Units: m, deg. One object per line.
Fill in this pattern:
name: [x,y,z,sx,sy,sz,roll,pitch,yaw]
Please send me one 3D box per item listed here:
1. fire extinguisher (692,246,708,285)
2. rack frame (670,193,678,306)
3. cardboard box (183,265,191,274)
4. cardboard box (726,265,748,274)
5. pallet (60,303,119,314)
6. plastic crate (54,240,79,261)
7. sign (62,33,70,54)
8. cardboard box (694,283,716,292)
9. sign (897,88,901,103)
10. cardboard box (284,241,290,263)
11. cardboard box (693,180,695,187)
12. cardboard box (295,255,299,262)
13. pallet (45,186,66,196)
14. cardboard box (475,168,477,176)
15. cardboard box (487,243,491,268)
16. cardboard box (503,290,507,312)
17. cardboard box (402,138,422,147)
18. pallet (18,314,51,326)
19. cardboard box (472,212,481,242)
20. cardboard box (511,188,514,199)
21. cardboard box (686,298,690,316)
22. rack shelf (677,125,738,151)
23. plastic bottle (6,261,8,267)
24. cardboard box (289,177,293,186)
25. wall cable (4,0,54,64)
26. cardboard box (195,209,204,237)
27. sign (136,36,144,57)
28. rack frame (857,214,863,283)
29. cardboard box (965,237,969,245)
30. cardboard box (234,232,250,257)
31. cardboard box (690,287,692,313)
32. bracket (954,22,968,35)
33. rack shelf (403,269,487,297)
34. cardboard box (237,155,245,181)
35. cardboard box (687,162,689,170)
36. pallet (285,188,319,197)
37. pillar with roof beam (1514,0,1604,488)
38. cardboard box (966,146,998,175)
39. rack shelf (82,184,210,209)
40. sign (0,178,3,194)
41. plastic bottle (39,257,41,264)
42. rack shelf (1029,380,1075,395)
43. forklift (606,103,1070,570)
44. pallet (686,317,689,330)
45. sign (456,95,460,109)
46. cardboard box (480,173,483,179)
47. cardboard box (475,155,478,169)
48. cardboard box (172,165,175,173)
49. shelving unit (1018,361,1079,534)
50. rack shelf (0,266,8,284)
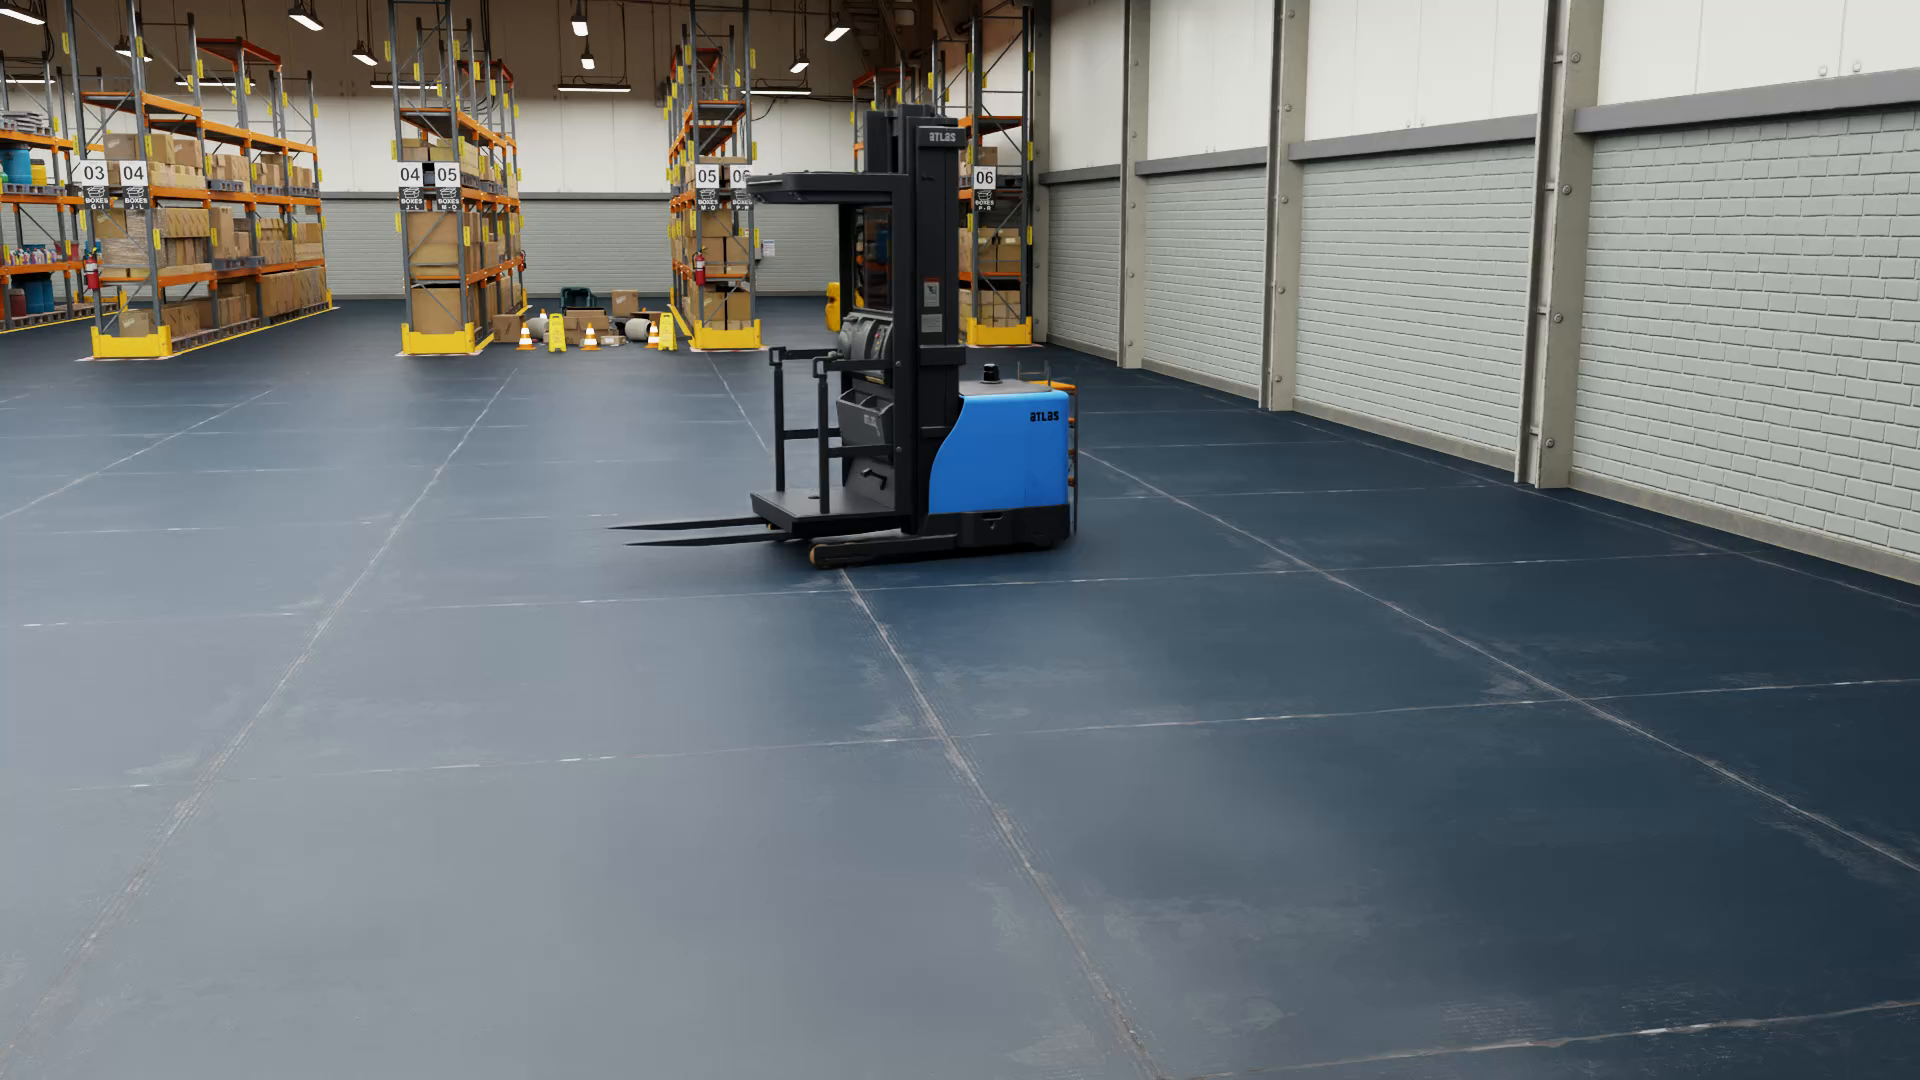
fire extinguisher: [-4.576,-4.833,29.275,0.296,0.674,0.183,-2,11,-11]
rack frame: [-7.258,-7.844,44.884,1.000,3.000,0.127,-2,11,-11]
cardboard box: [-14.038,-4.854,29.851,0.380,0.149,0.250,-2,11,-11]
cardboard box: [-4.009,-4.855,29.856,0.380,0.149,0.250,-2,11,-11]
pallet: [-21.715,-5.781,41.502,1.003,0.211,1.213,-2,11,-11]
plastic crate: [-20.987,-6.803,39.086,0.402,0.464,0.583,-2,11,-11]
sign: [-14.415,-8.016,26.823,0.100,0.325,0.005,-2,11,-11]
cardboard box: [-4.695,-4.654,30.616,0.380,0.149,0.250,-2,11,-9]
sign: [-1.364,-9.981,37.358,0.100,0.325,0.005,-2,11,-11]
cardboard box: [-15.753,-6.632,38.250,0.500,0.500,0.500,-2,11,-9]
cardboard box: [-4.571,-6.359,29.733,0.380,0.149,0.250,-2,11,-11]
cardboard box: [-15.932,-6.692,39.508,0.380,0.149,0.250,-2,11,-11]
pallet: [-20.811,-7.810,37.190,1.213,0.211,1.003,-2,11,-11]
cardboard box: [-9.275,-6.901,31.190,0.380,0.149,0.250,-2,11,-10]
cardboard box: [-9.697,-5.692,33.312,0.500,0.500,0.500,-2,11,-11]
cardboard box: [-10.527,-5.387,37.540,0.500,0.500,0.500,-2,11,-10]
cardboard box: [-9.381,-6.757,28.302,0.380,0.149,0.250,-2,11,-10]
pallet: [-20.709,-4.832,36.521,1.003,0.211,1.213,-2,11,-11]
cardboard box: [-9.501,-5.883,31.292,0.875,0.550,0.550,-2,11,-11]
cardboard box: [-11.336,-8.593,41.203,0.500,0.250,0.500,-2,11,-9]
cardboard box: [-5.451,-5.053,36.125,0.950,0.372,0.625,-2,11,-12]
rack shelf: [-5.313,-8.407,34.791,1.077,0.370,4.000,-2,11,-11]
plastic bottle: [-20.048,-5.866,34.825,0.152,0.276,0.135,-2,11,-11]
cardboard box: [-16.512,-8.768,40.059,0.700,0.500,0.500,-2,11,-8]
wall cable: [-26.615,-14.341,45.609,3.097,2.526,0.112,-2,11,-11]
cardboard box: [-14.189,-5.805,30.434,0.500,0.500,0.500,-2,11,-11]
sign: [-13.335,-8.013,27.020,0.100,0.325,0.005,-2,11,-11]
rack frame: [-2.390,-8.025,45.835,1.000,3.000,0.127,-2,11,-11]
cardboard box: [0.301,-5.557,30.869,0.380,0.149,0.250,-2,11,-10]
cardboard box: [-15.072,-6.075,34.201,0.700,0.500,0.500,0,11,-3]
cardboard box: [-5.074,-4.749,32.848,0.500,0.500,0.500,-2,11,-8]
bracket: [0.036,-10.977,35.677,0.235,0.232,0.430,-2,11,-11]
rack shelf: [-9.371,-4.724,30.417,1.077,0.370,4.000,-2,11,-11]
cardboard box: [-14.974,-7.612,34.041,0.500,0.500,0.500,-2,11,-11]
cardboard box: [-5.037,-7.170,31.863,0.380,0.149,0.250,-2,11,-11]
pallet: [-16.824,-8.777,42.005,1.003,0.211,1.213,-2,11,-11]
pillar with roof beam: [0.749,-4.740,12.533,9.100,9.000,0.400,-2,11,-11]
cardboard box: [0.397,-6.941,30.459,0.500,0.500,0.500,-2,11,-9]
rack shelf: [-14.256,-6.036,29.286,1.077,0.370,4.000,-2,11,-11]
sign: [-19.743,-7.279,34.176,0.100,0.325,0.005,-2,11,-11]
plastic bottle: [-20.421,-6.207,36.816,0.097,0.201,0.097,0,11,0]
rack shelf: [0.630,-1.055,11.930,0.258,0.148,0.480,-5,12,-23]
forklift: [-0.814,-1.361,11.010,3.031,2.935,1.130,-4,12,-22]
pallet: [-5.318,-4.640,35.509,1.003,0.211,1.213,-2,11,-11]
sign: [-11.852,-10.340,39.244,0.100,0.325,0.005,-2,11,-11]
cardboard box: [-9.778,-7.316,33.372,0.380,0.149,0.250,-2,11,-11]
cardboard box: [-9.413,-7.165,31.509,0.500,0.250,0.500,-2,11,-12]
cardboard box: [-14.071,-6.535,29.320,0.380,0.149,0.250,-3,11,-13]
shelving unit: [0.630,-0.669,12.004,0.258,1.200,0.503,-5,12,-23]
rack shelf: [-19.892,-5.116,32.475,1.077,0.370,4.000,-2,11,-11]
